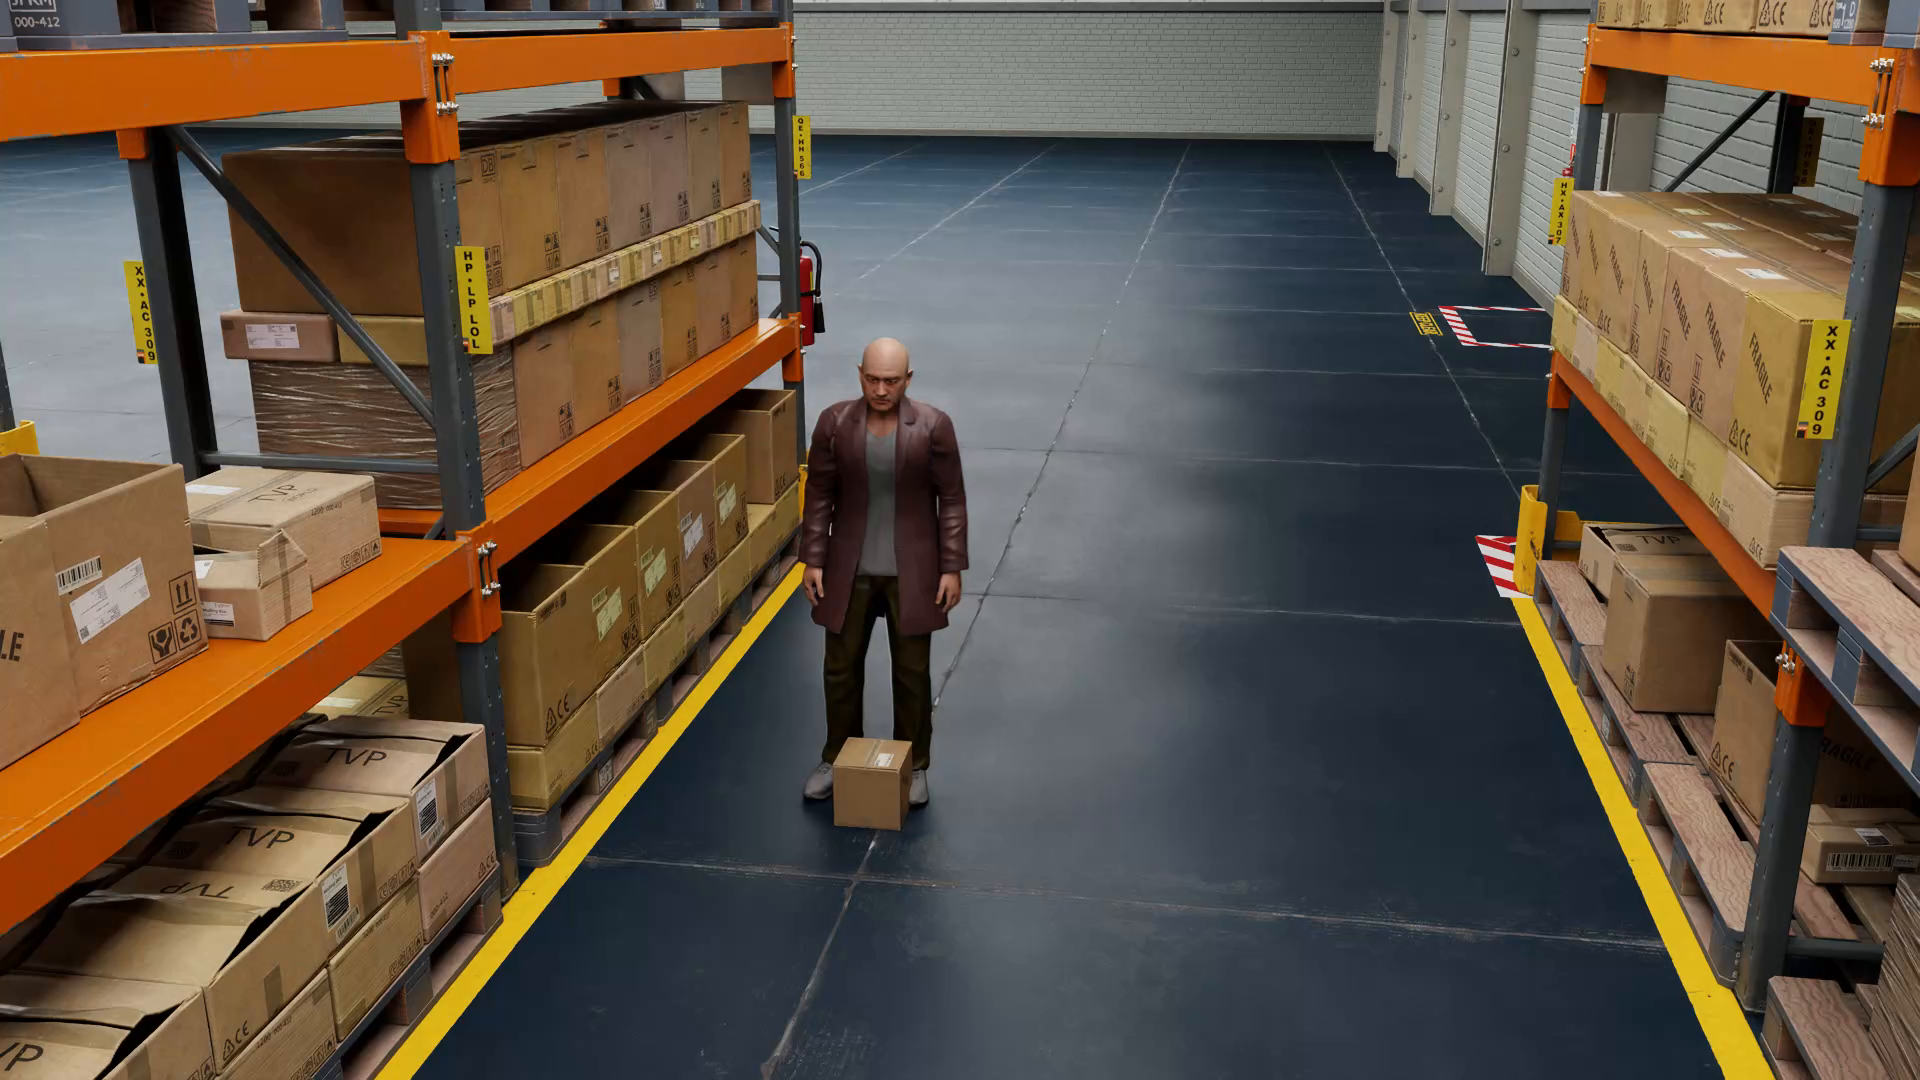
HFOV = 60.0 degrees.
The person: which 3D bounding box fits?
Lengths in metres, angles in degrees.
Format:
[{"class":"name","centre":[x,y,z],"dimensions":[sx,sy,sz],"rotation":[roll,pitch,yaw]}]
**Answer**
[{"class":"person","centre":[-0.287,0.113,6.223],"dimensions":[0.647,1.772,0.429],"rotation":[2,18,6]}]
